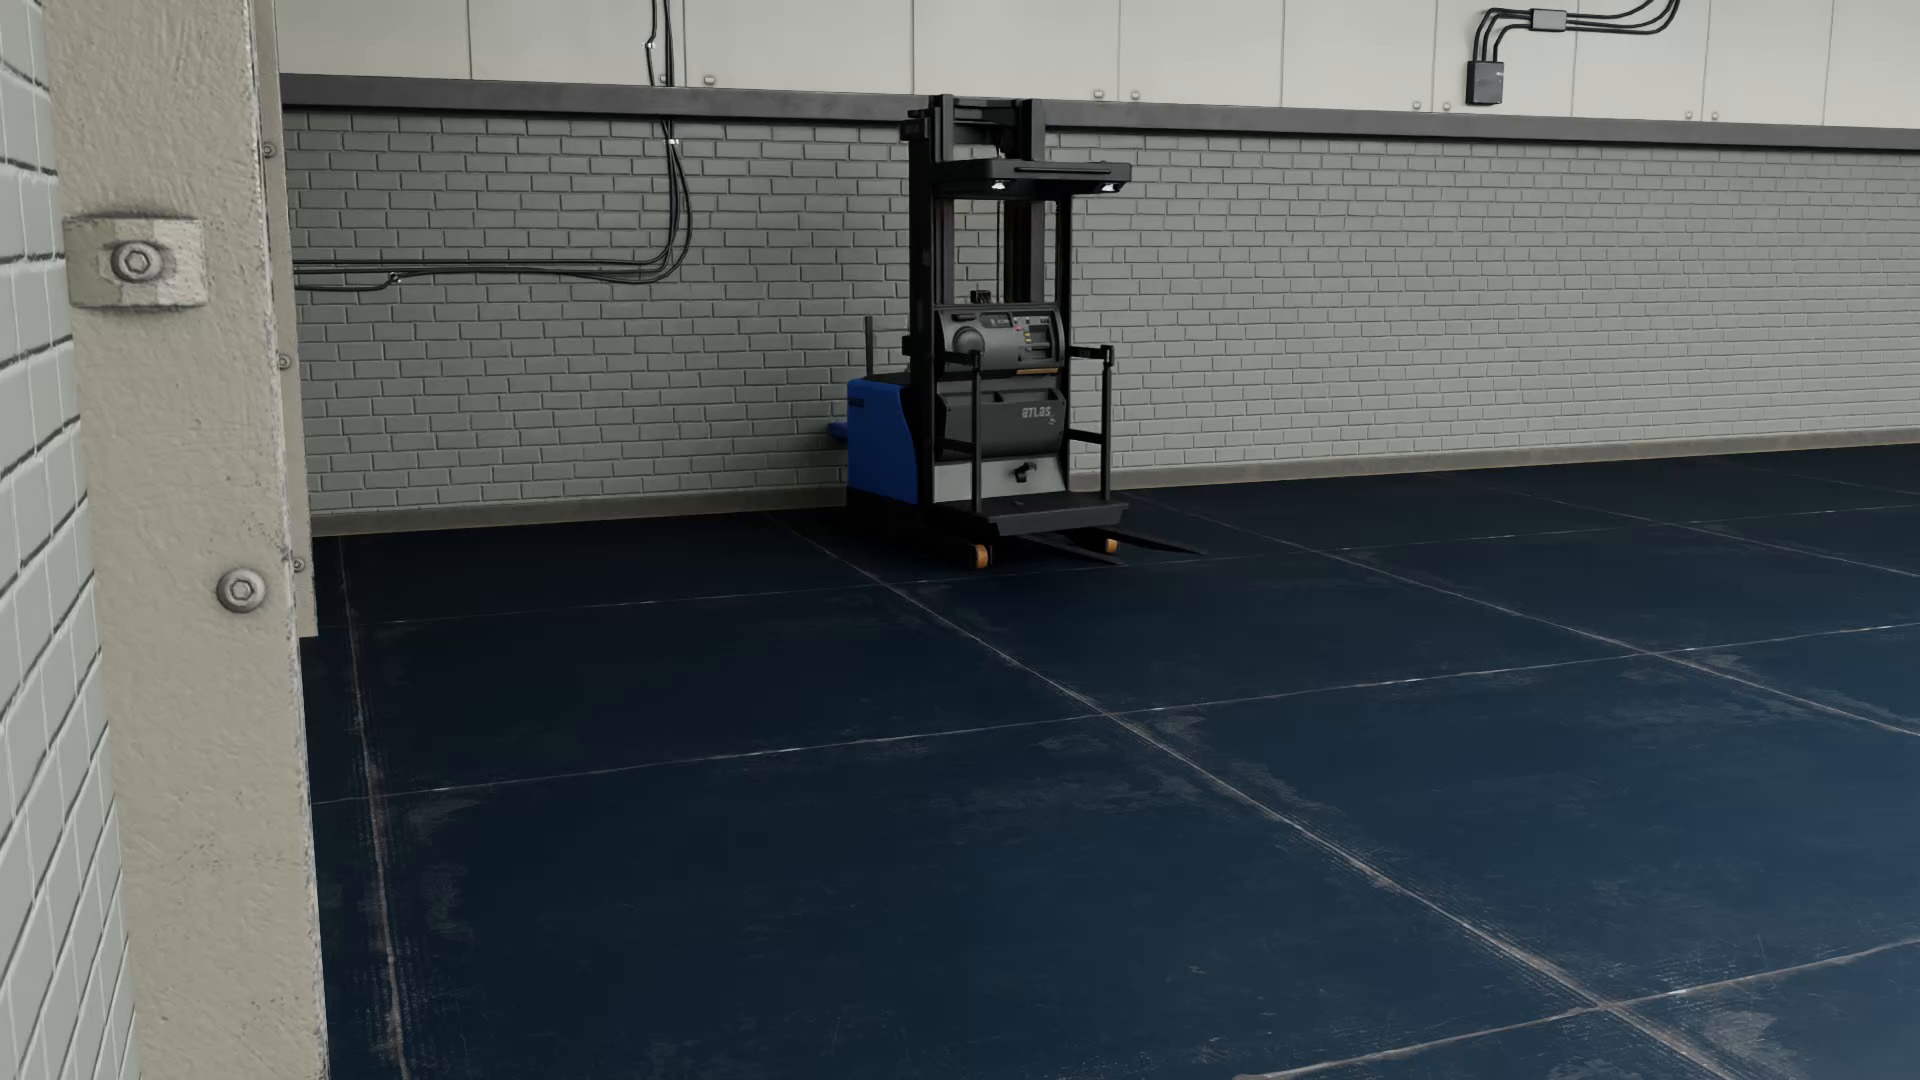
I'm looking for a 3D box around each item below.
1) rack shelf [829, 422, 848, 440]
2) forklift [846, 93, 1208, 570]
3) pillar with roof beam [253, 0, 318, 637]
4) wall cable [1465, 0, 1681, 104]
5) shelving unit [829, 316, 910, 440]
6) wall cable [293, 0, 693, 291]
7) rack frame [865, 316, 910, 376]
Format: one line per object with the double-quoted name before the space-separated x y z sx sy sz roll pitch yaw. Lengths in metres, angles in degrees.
"rack shelf" -0.607 -0.768 12.468 0.538 0.185 1.000 -5 11 -21
"forklift" 0.385 -1.347 10.622 1.130 2.935 3.031 -6 12 -31
"pillar with roof beam" 0.467 -4.229 9.499 9.100 9.000 0.400 -4 11 -21
"wall cable" 5.474 -6.795 14.213 2.305 6.003 0.169 -4 11 -21
"shelving unit" -0.610 -0.945 12.436 0.538 1.500 1.048 -5 11 -21
"wall cable" -3.380 -2.992 11.410 3.097 2.526 0.112 -4 11 -21
"rack frame" -0.422 -0.863 11.971 0.500 1.500 0.032 -5 11 -21
